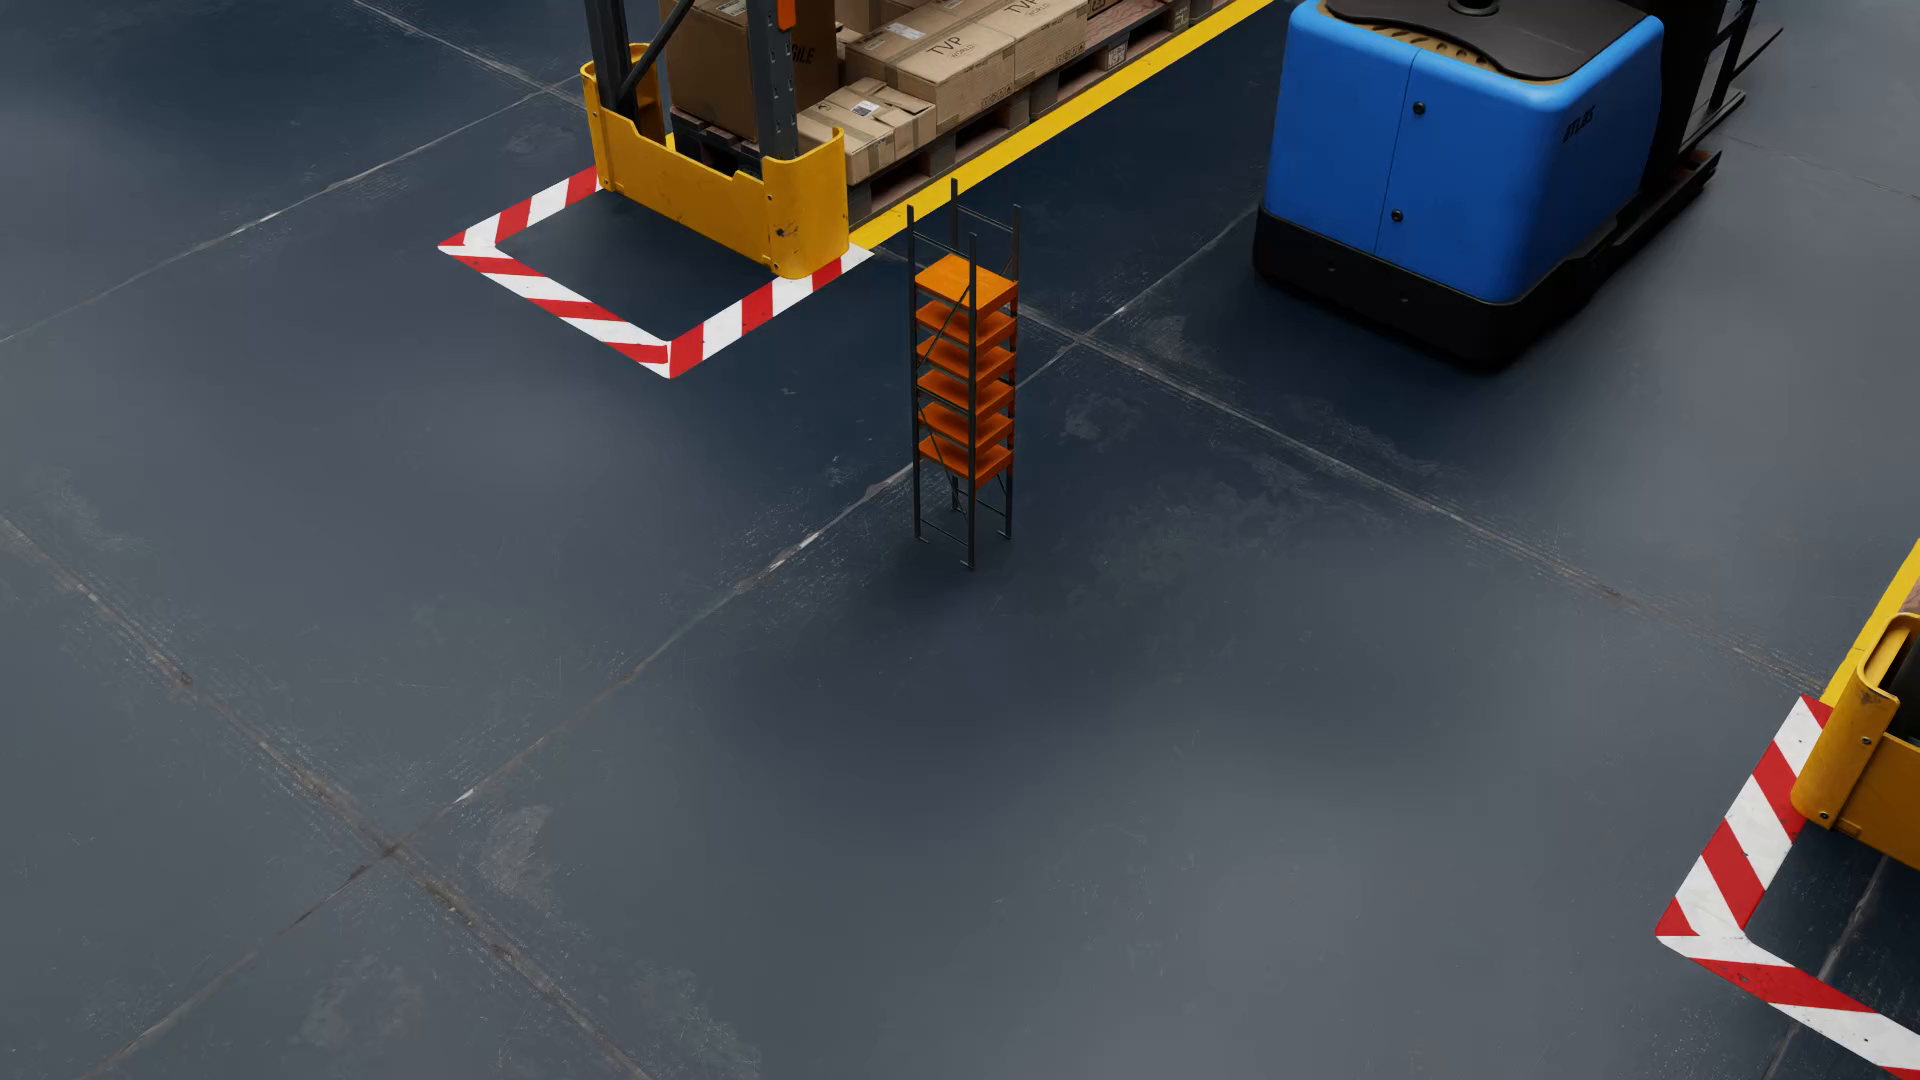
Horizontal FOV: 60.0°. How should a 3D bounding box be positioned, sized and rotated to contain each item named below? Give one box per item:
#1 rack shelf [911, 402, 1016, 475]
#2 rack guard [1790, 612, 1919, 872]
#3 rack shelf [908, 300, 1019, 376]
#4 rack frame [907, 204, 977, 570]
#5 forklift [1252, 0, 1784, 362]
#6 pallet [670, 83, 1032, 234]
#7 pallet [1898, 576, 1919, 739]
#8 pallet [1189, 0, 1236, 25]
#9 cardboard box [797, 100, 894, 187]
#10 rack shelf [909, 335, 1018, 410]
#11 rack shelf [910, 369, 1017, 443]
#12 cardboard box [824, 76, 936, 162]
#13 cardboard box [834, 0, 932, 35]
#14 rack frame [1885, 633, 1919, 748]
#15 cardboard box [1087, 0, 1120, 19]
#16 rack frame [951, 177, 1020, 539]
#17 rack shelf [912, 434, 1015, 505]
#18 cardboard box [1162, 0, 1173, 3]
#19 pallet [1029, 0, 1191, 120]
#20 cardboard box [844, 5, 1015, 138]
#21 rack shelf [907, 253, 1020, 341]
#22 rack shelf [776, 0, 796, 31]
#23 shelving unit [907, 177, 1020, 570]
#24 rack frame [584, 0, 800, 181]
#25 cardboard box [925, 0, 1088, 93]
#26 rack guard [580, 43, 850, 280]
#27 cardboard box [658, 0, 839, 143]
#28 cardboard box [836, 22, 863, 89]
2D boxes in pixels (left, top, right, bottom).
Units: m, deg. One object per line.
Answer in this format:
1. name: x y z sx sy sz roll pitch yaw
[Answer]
1. rack shelf: 0.009 -0.330 4.965 0.258 0.103 0.180 29 50 28
2. rack guard: 2.766 0.694 4.115 1.175 0.500 0.348 29 50 28
3. rack shelf: 0.009 -0.596 4.723 0.258 0.103 0.180 29 50 28
4. rack frame: -0.050 -0.404 4.803 0.240 1.200 0.006 29 50 28
5. forklift: 2.455 -2.624 5.957 1.130 2.935 3.031 30 50 29
6. pallet: -0.451 -1.804 7.078 1.003 0.211 1.213 29 50 28
7. pallet: 3.236 0.343 4.716 1.003 0.211 1.213 29 50 28
8. pallet: 1.119 -3.061 8.459 1.003 0.211 1.213 29 50 28
9. cardboard box: -0.480 -1.561 6.529 0.380 0.149 0.250 29 50 28
10. rack shelf: 0.009 -0.507 4.804 0.258 0.103 0.180 29 50 28
11. rack shelf: 0.009 -0.419 4.884 0.258 0.103 0.180 29 50 28
12. cardboard box: -0.319 -1.696 6.665 0.380 0.166 0.250 29 50 28
13. cardboard box: -0.217 -2.394 7.370 0.500 0.250 0.500 29 50 28
14. rack frame: 2.782 -0.243 3.288 1.000 3.000 0.127 29 50 28
15. cardboard box: 0.357 -2.715 7.535 0.797 0.503 0.637 29 50 28
16. rack frame: 0.068 -0.498 4.906 0.240 1.200 0.006 29 50 28
17. rack shelf: 0.009 -0.241 5.046 0.258 0.103 0.180 29 50 28
18. cardboard box: 0.930 -2.811 7.784 0.500 0.311 0.500 29 50 28
19. pallet: 0.334 -2.430 7.765 1.003 0.211 1.213 29 50 28
20. cardboard box: -0.123 -1.946 6.877 0.500 0.250 0.500 29 50 28
21. rack shelf: 0.009 -0.685 4.642 0.258 0.103 0.180 29 50 28
22. rack shelf: 0.275 -3.150 7.019 1.077 0.370 4.000 29 50 28
23. shelving unit: 0.009 -0.451 4.855 0.258 1.200 0.189 29 50 28
24. rack frame: -1.012 -2.386 5.644 1.000 3.000 0.127 29 50 28
25. cardboard box: 0.198 -2.204 7.161 0.500 0.250 0.500 29 50 28
26. rack guard: -0.963 -1.500 6.528 1.175 0.500 0.348 29 50 28
27. cardboard box: -0.851 -2.011 6.763 0.500 0.500 0.500 29 50 28
28. cardboard box: -0.521 -2.057 7.061 0.380 0.166 0.250 29 50 28
